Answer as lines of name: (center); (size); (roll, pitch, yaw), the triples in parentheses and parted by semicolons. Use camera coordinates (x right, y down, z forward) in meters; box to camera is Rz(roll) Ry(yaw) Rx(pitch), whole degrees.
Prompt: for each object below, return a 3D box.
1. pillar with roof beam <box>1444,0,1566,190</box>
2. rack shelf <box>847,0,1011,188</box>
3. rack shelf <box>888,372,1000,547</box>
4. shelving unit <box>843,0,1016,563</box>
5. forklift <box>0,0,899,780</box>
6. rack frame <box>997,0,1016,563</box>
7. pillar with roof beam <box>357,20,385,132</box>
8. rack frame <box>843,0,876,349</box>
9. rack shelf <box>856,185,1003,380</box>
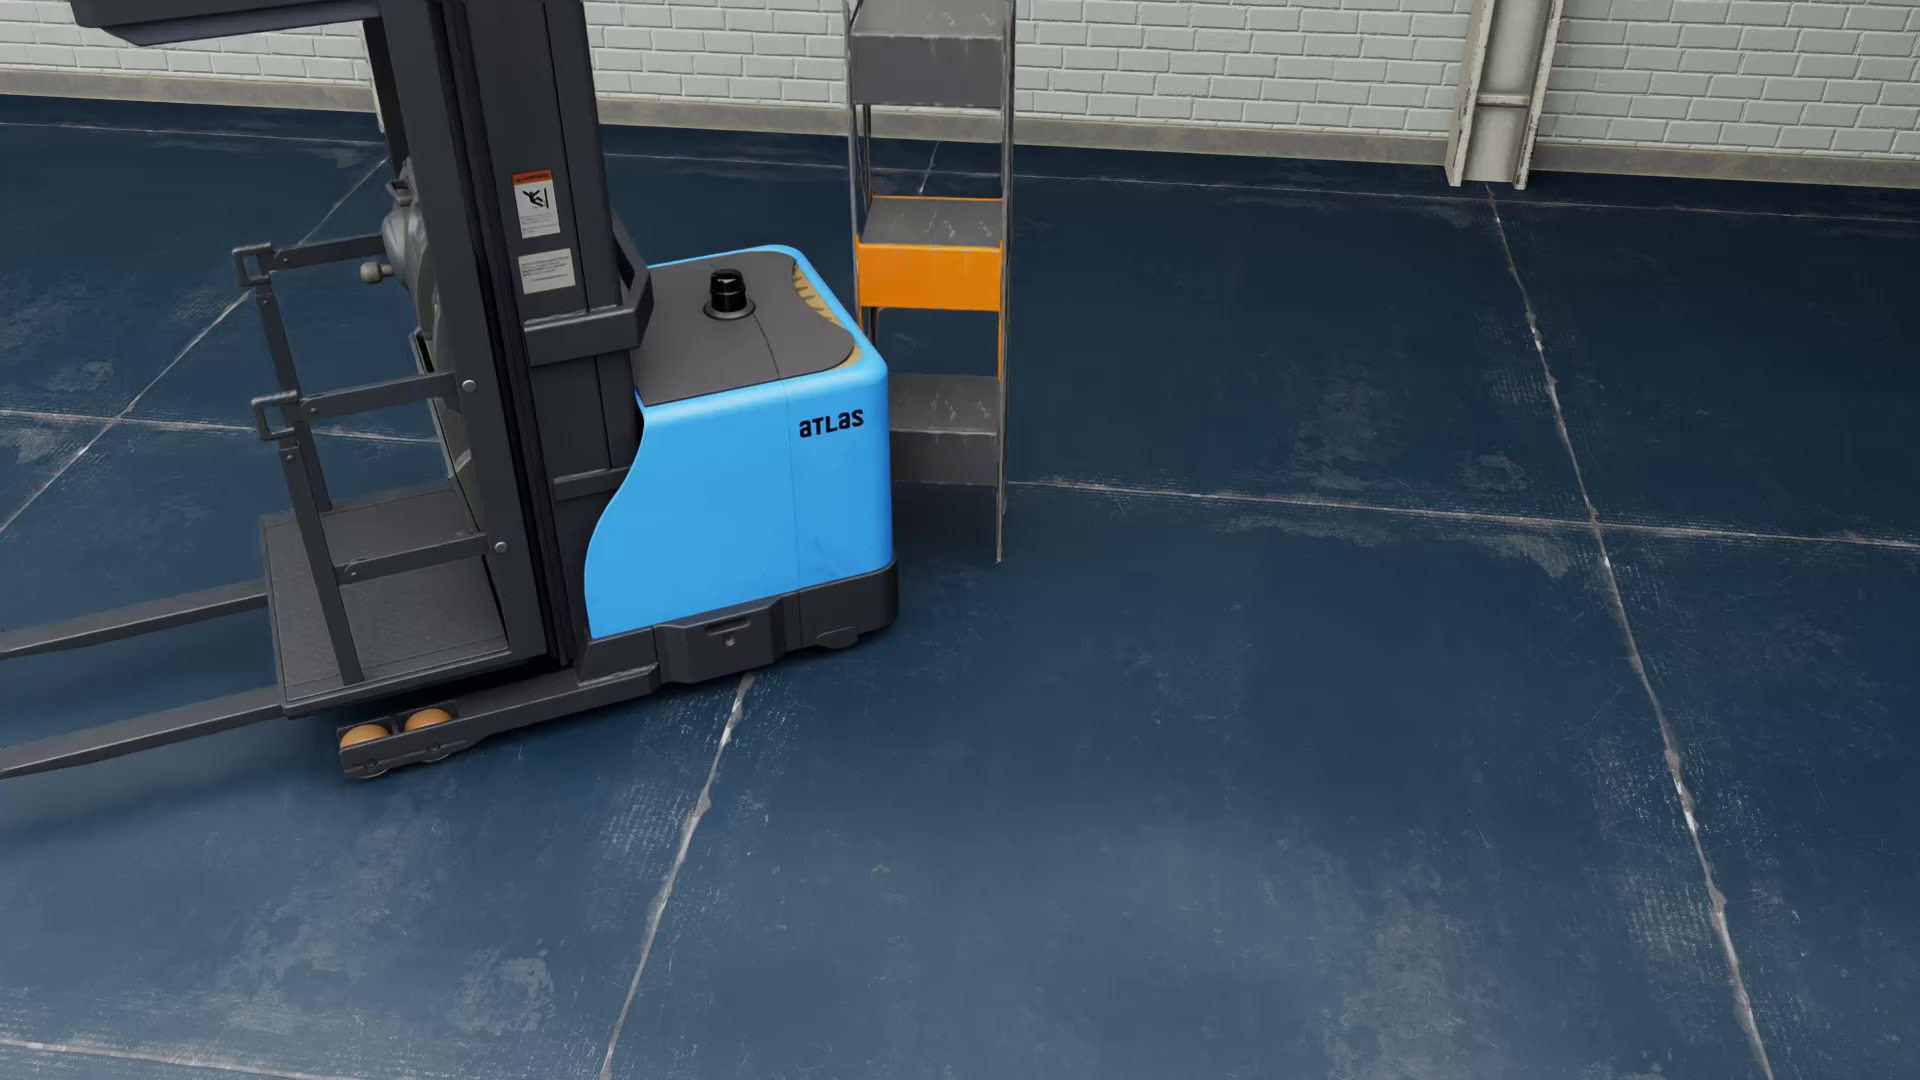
pillar with roof beam: (2.293, -3.155, 2.924); (0.400, 9.000, 9.100); (4, 36, 6)
rack shelf: (-0.085, -1.455, 5.299); (0.480, 0.518, 0.431); (2, 36, 3)
rack shelf: (-0.085, -0.315, 6.113); (0.480, 0.518, 0.431); (2, 36, 3)
shelving unit: (-0.085, -0.896, 5.698); (0.503, 2.100, 0.431); (2, 36, 3)
forklift: (-1.780, -0.798, 4.845); (3.031, 2.935, 1.130); (-13, 38, -18)
rack frame: (0.158, -0.886, 5.684); (0.015, 2.100, 0.400); (2, 36, 3)
pillar with roof beam: (-3.658, -3.599, 3.546); (0.400, 9.000, 9.100); (4, 36, 6)
rack frame: (-0.329, -0.906, 5.713); (0.015, 2.100, 0.400); (2, 36, 3)
rack shelf: (-0.085, -0.885, 5.706); (0.480, 0.518, 0.431); (2, 36, 3)
